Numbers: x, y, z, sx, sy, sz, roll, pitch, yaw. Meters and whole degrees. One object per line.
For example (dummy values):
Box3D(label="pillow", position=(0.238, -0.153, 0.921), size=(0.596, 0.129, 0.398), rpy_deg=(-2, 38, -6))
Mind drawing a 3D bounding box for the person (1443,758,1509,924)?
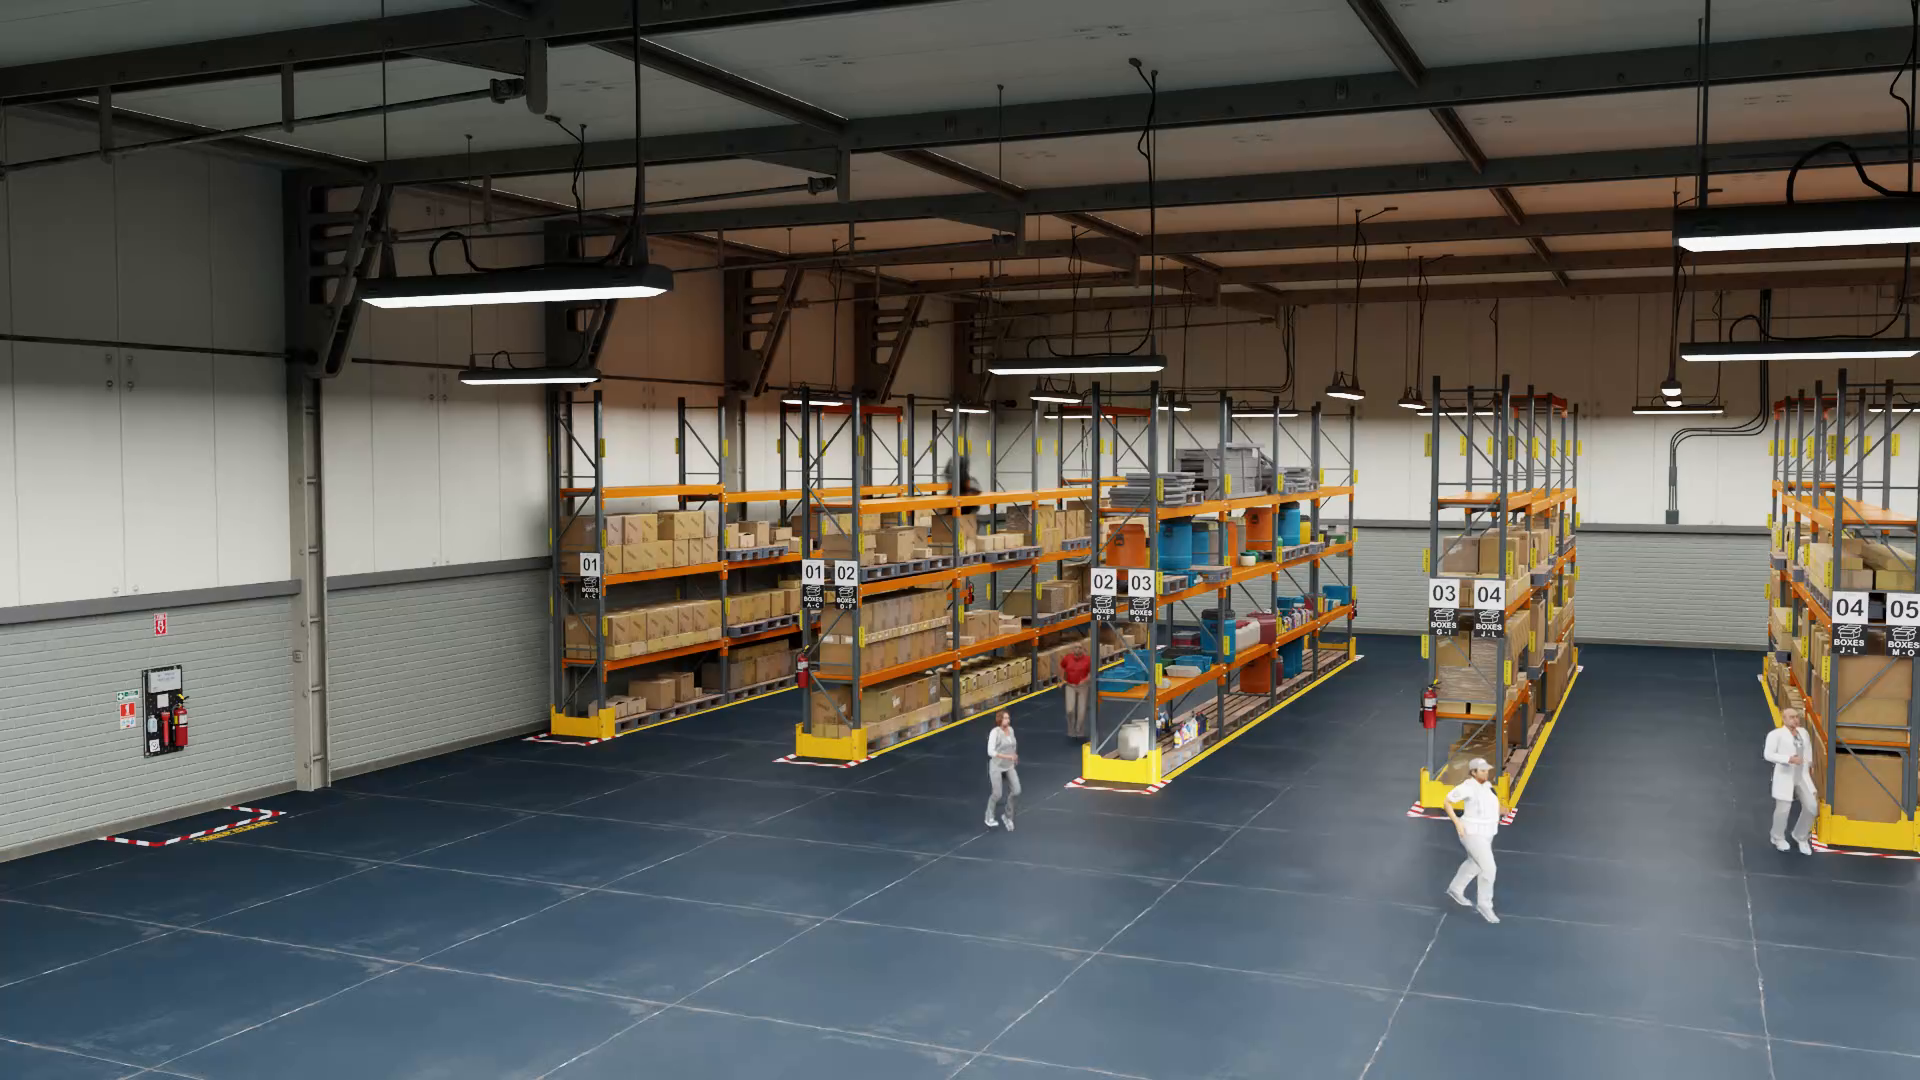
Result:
Box3D(label="person", position=(5.530, 3.189, 17.807), size=(0.579, 1.729, 0.748), rpy_deg=(-3, 4, -43))

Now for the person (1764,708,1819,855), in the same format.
Box3D(label="person", position=(10.302, 2.992, 20.558), size=(0.741, 1.816, 0.744), rpy_deg=(0, 3, -4))

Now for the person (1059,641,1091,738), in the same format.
Box3D(label="person", position=(2.004, 2.611, 28.512), size=(0.638, 1.610, 0.741), rpy_deg=(0, 3, 7))

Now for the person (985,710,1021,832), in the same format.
Box3D(label="person", position=(0.581, 3.015, 21.690), size=(0.566, 1.624, 0.667), rpy_deg=(-2, 4, -37))
